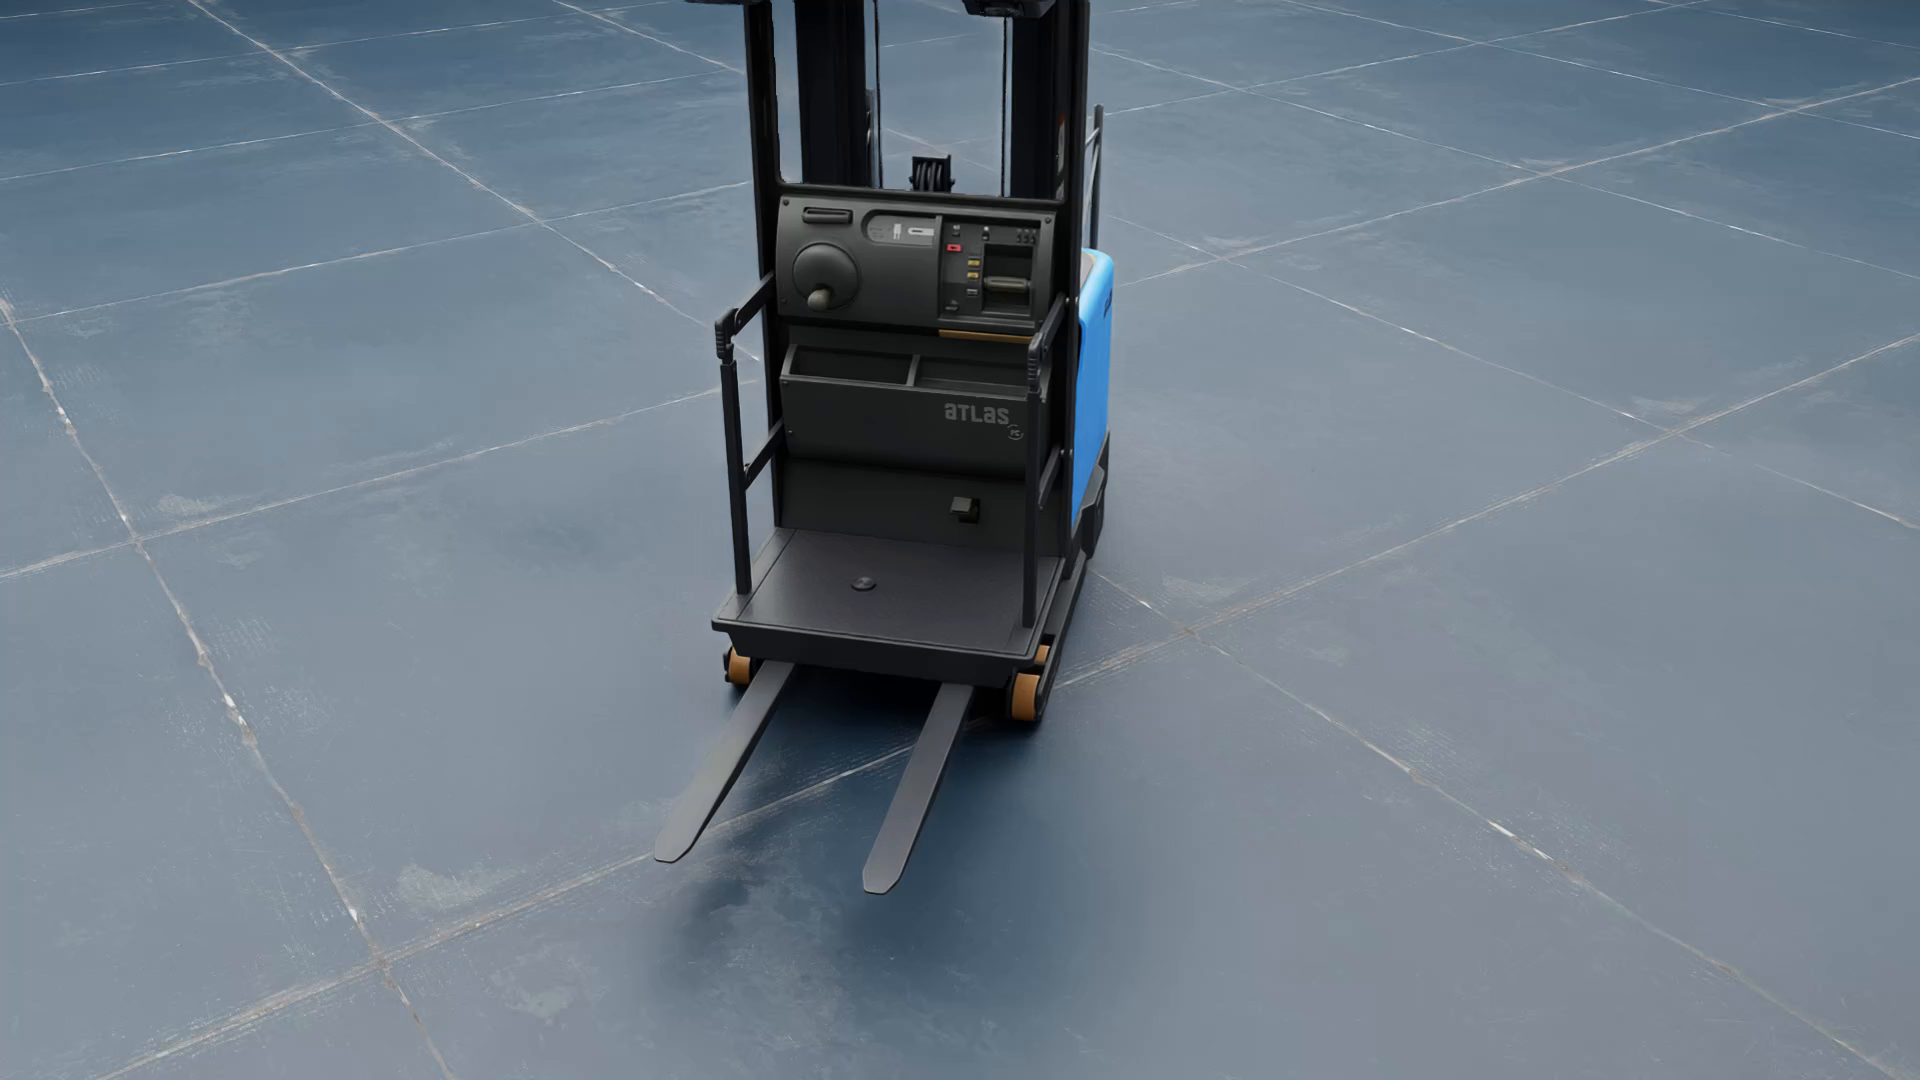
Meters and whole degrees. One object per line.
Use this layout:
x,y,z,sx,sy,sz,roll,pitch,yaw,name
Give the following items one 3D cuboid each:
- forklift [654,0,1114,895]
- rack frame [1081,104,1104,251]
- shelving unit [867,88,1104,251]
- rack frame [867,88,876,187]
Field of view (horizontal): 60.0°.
-0.197,-0.870,5.281,1.130,2.935,3.031,6,29,11,forklift
0.520,-1.055,7.122,0.032,1.500,0.500,8,29,14,rack frame
0.031,-1.122,7.244,1.048,1.500,0.538,8,29,14,shelving unit
-0.459,-1.188,7.366,0.032,1.500,0.500,8,29,14,rack frame
